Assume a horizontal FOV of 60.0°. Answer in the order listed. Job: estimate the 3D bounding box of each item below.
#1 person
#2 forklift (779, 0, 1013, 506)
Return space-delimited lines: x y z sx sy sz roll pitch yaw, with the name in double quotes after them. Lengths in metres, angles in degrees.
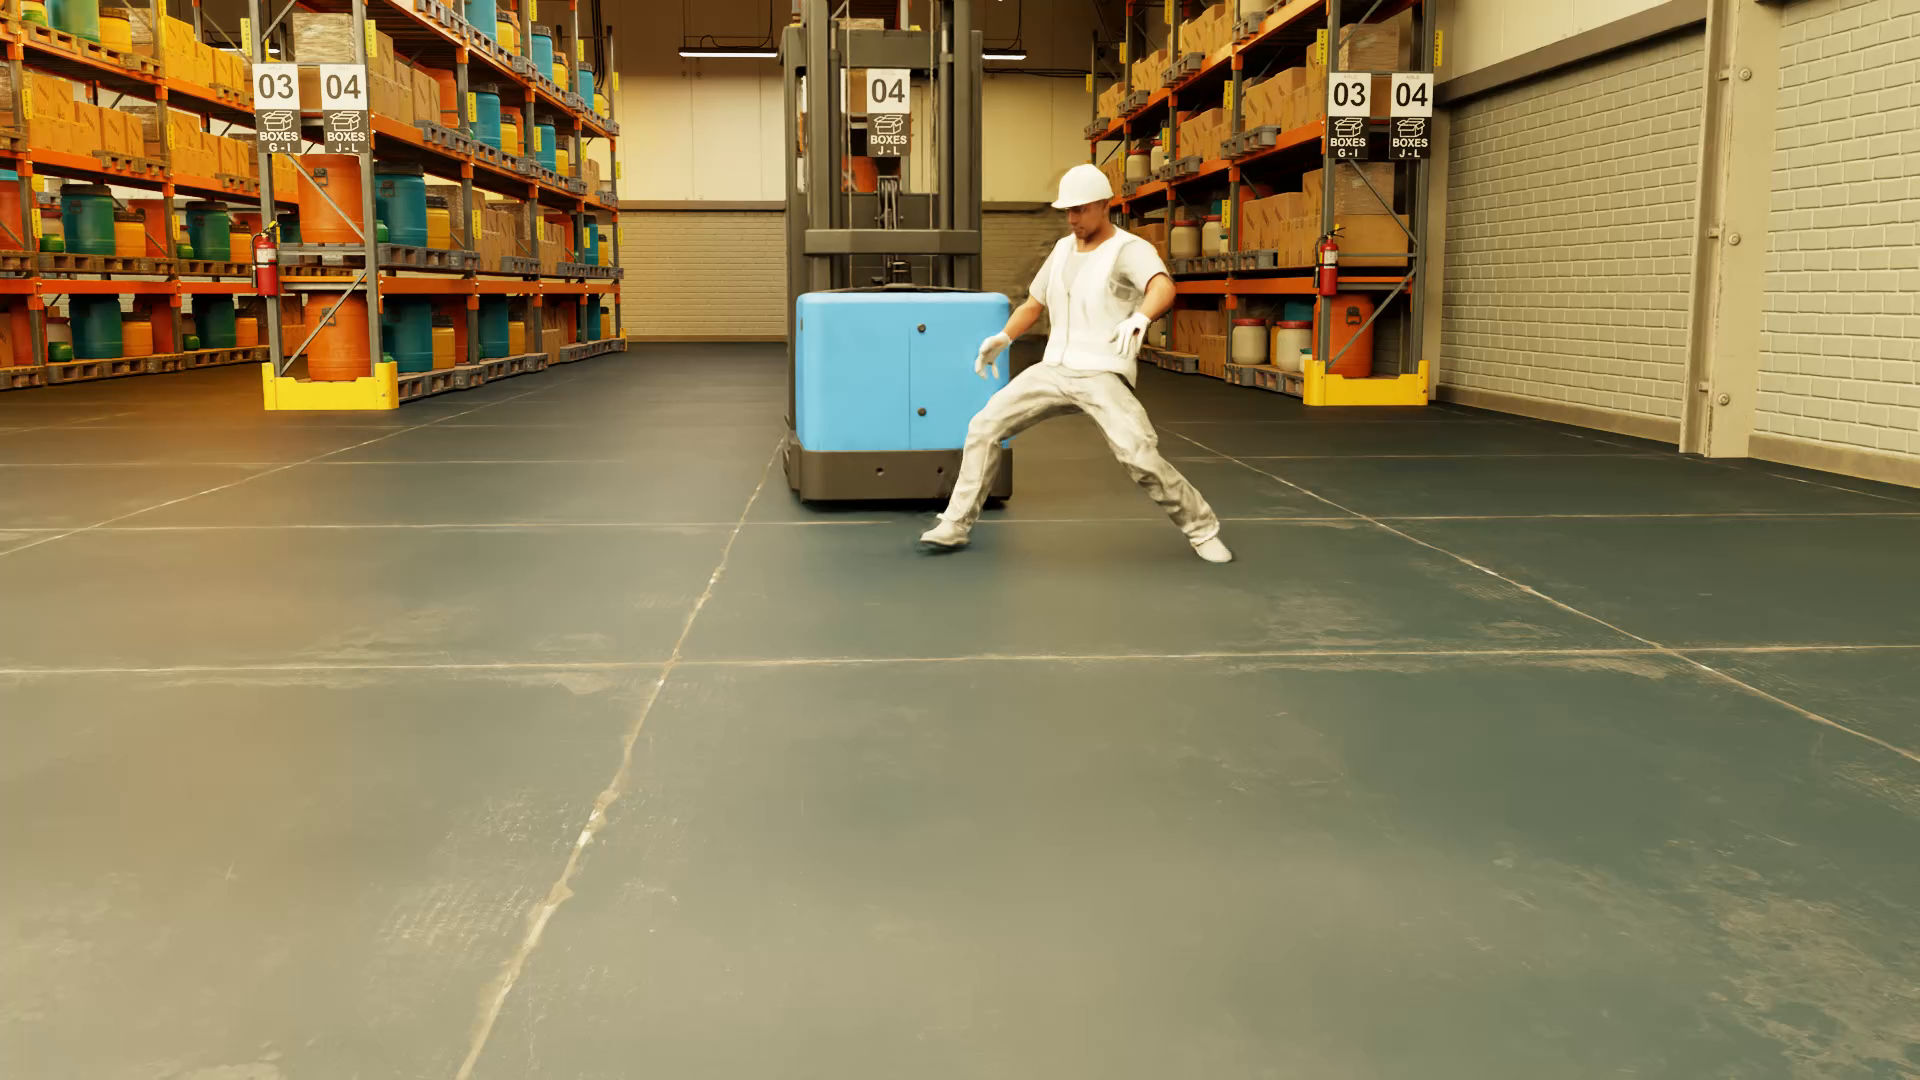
0.482 -0.711 6.789 0.982 1.617 1.077 -7 11 -41 "person"
-0.455 -1.802 9.468 1.130 2.935 3.031 -1 9 -8 "forklift"
